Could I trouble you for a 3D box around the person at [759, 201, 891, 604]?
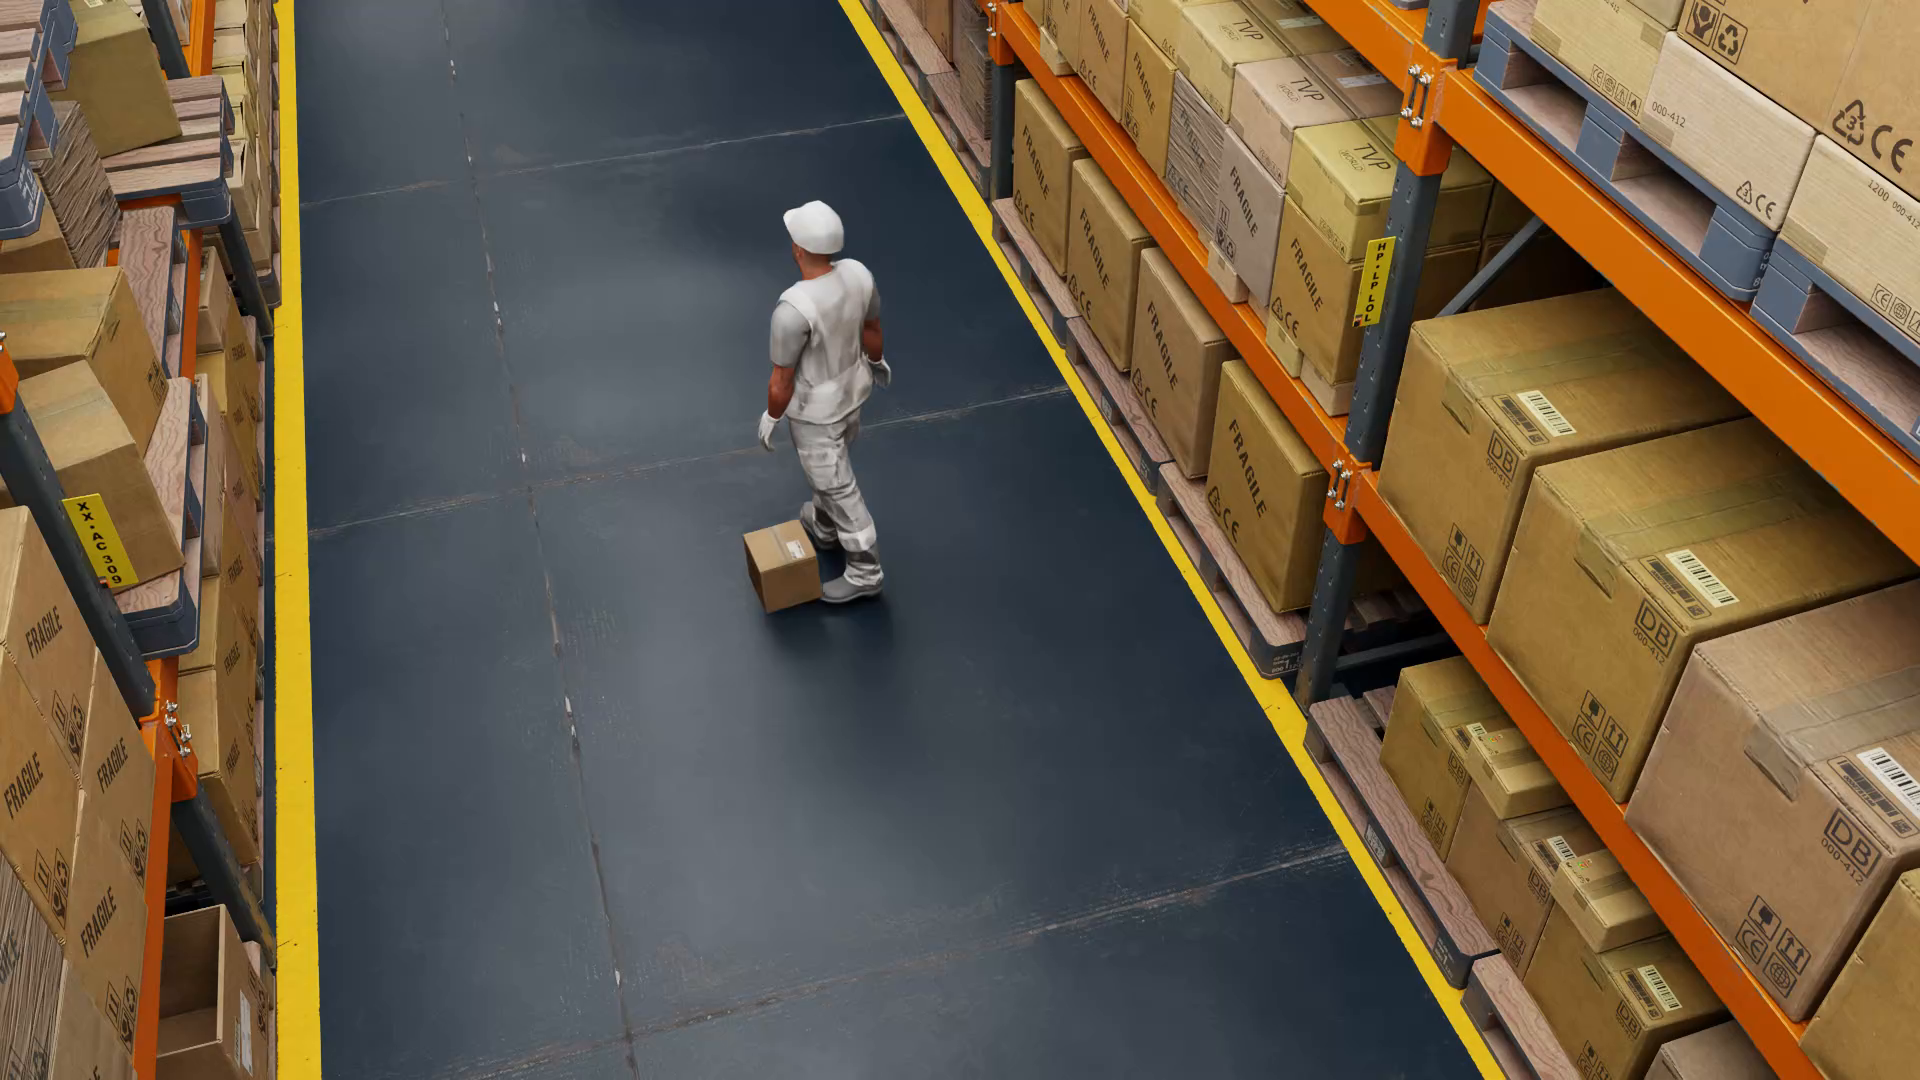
[{"bbox_3d":[-0.532,-0.595,6.807,0.636,1.790,0.680,25,48,26],"label":"person"}]
